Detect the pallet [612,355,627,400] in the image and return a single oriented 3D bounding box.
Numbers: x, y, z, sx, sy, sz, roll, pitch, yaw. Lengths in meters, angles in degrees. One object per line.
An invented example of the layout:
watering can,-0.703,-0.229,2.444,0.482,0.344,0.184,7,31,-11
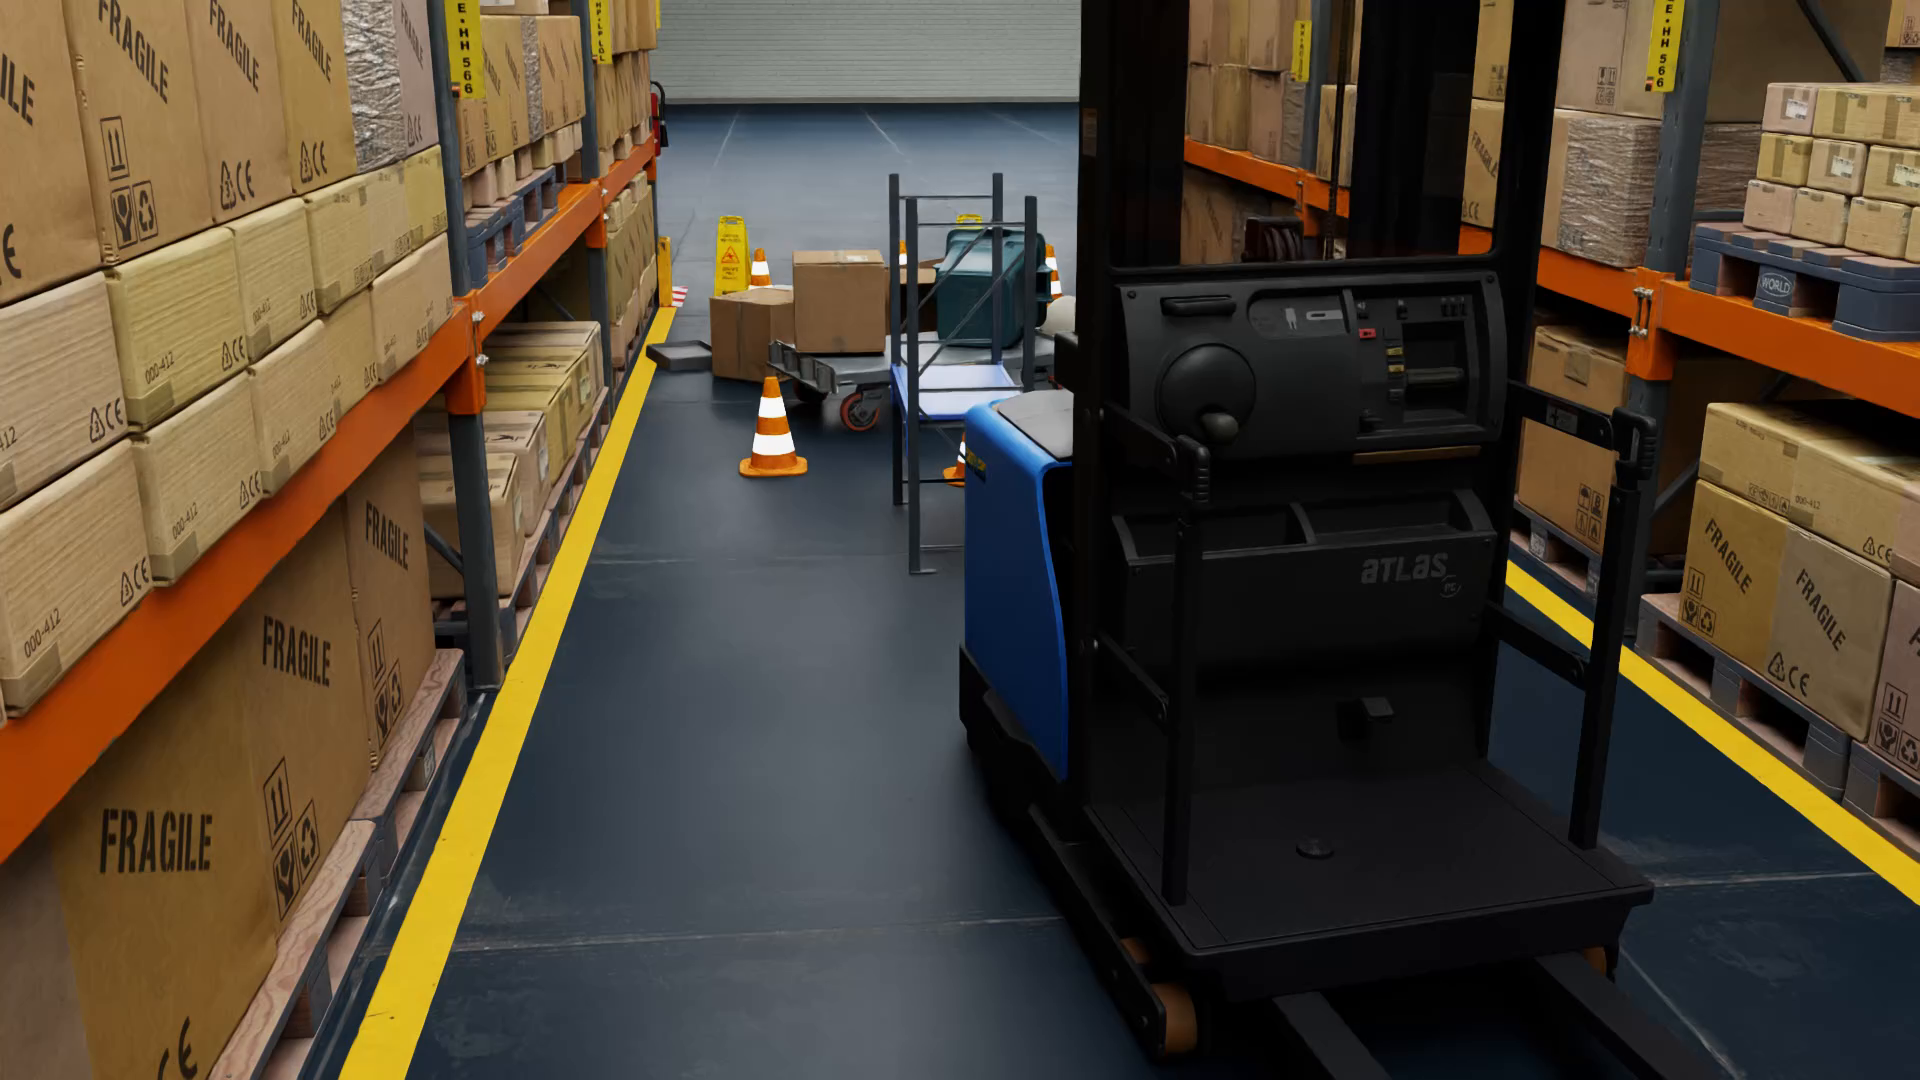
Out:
pallet,-2.558,-0.987,9.967,1.003,0.211,1.213,-2,18,-6

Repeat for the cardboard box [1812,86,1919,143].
cardboard box,2.757,-1.250,4.876,0.380,0.149,0.250,-2,18,-7

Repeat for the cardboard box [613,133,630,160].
cardboard box,-2.290,-2.483,10.499,0.380,0.149,0.250,-2,18,-5

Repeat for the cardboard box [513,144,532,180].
cardboard box,-2.008,-1.592,6.960,0.380,0.149,0.250,-1,17,-4

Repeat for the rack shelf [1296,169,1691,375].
rack shelf,2.666,-1.362,7.708,1.077,0.370,4.000,-2,18,-6

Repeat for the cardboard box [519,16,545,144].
cardboard box,-2.023,-1.920,6.919,0.500,0.500,0.500,-2,18,-8

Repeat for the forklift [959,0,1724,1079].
forklift,0.865,-0.403,3.567,1.130,2.935,3.031,-4,18,-14

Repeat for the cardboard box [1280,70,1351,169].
cardboard box,2.410,-2.482,9.825,0.875,0.550,0.550,-2,18,-6

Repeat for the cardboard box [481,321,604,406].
cardboard box,-2.397,-0.908,8.749,0.950,0.372,0.625,-2,17,-5

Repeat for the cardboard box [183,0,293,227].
cardboard box,-1.577,-0.853,3.051,0.500,0.500,0.500,-2,18,-7

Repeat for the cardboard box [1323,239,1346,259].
cardboard box,2.613,-1.246,9.192,1.050,0.750,0.750,-2,18,-6

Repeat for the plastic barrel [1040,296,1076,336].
plastic barrel,0.817,-1.362,10.810,0.512,0.421,0.421,11,21,32

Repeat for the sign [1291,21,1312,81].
sign,1.908,-2.734,9.301,0.100,0.325,0.005,-2,18,-6

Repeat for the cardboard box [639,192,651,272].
cardboard box,-2.467,-2.170,11.719,0.500,0.500,0.500,-1,17,-4

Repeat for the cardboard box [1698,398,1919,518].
cardboard box,2.702,-0.262,5.224,0.500,0.250,0.500,-3,18,-8

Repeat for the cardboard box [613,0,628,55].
cardboard box,-2.314,-3.075,9.632,0.700,0.500,0.500,-2,18,-5

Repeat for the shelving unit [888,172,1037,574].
shelving unit,-0.009,-0.741,7.033,0.538,1.500,1.048,-2,18,-6

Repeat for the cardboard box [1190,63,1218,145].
cardboard box,2.142,-3.121,11.861,0.875,0.550,0.550,-2,18,-6

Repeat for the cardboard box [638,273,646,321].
cardboard box,-2.410,-1.655,11.331,0.500,0.250,0.500,-2,18,-8

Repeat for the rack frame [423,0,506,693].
rack frame,-2.041,-0.926,5.120,1.000,3.000,0.127,-2,18,-6

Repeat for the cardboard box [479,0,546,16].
cardboard box,-2.046,-2.401,7.369,0.380,0.149,0.250,-3,18,-8

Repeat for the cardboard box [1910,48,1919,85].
cardboard box,7.240,-3.196,11.685,0.875,0.500,0.500,-2,18,-6

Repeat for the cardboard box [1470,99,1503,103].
cardboard box,2.400,-1.733,7.522,0.500,0.500,0.500,-2,17,-5

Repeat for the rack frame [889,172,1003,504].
rack frame,-0.061,-0.892,7.516,0.500,1.500,0.032,-2,18,-6

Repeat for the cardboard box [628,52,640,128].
cardboard box,-2.441,-3.048,11.213,0.500,0.500,0.500,-2,18,-6

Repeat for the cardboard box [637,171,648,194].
cardboard box,-2.420,-2.528,11.775,0.380,0.149,0.250,-1,17,-4

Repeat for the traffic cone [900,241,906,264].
traffic cone,-0.470,-2.147,13.242,0.336,0.463,0.334,-2,18,-6

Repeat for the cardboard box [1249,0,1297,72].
cardboard box,2.283,-3.159,10.178,0.875,0.550,0.550,-2,18,-6

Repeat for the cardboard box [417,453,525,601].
cardboard box,-2.089,-0.042,5.987,0.950,0.372,0.625,-3,18,-9

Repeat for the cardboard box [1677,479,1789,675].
cardboard box,2.691,0.102,5.318,0.500,0.500,0.500,-3,18,-8

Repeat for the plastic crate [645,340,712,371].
plastic crate,-1.800,-1.218,10.923,0.402,0.080,0.583,-8,19,-25

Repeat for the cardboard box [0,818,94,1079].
cardboard box,-1.772,0.897,2.159,0.875,0.875,0.875,-1,17,-4

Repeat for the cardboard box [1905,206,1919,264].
cardboard box,2.803,-0.810,4.466,0.380,0.149,0.250,-1,17,-3

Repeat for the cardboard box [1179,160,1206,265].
cardboard box,2.183,-2.479,12.913,0.875,0.875,0.875,-2,18,-5

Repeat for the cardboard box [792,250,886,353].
cardboard box,-0.686,-1.351,9.380,0.500,0.500,0.500,-2,18,-6

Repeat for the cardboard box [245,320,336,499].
cardboard box,-1.546,-0.259,3.244,0.500,0.250,0.500,-2,18,-7

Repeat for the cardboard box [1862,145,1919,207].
cardboard box,2.783,-1.021,4.644,0.380,0.149,0.250,-2,18,-7

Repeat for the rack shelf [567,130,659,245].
rack shelf,-2.660,-2.371,10.921,1.077,0.370,4.000,-2,18,-6

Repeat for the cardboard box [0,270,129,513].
cardboard box,-1.475,-0.196,2.209,0.500,0.250,0.500,-2,17,-5

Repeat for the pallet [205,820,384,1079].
pallet,-1.912,1.004,3.627,1.003,0.211,1.213,-2,18,-6

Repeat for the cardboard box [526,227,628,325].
cardboard box,-2.246,-1.548,9.739,0.500,0.500,0.500,-1,17,-3

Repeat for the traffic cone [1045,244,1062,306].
traffic cone,0.689,-2.080,13.031,0.336,0.463,0.334,-2,18,-6

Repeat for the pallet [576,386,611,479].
pallet,-2.372,-0.556,8.595,1.003,0.211,1.213,-2,18,-6

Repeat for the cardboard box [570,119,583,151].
cardboard box,-2.126,-2.054,8.429,0.380,0.149,0.250,-2,17,-5

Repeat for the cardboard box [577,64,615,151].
cardboard box,-2.222,-2.447,9.301,0.500,0.500,0.500,-2,18,-6

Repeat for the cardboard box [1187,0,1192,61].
cardboard box,2.047,-3.968,12.754,0.875,0.550,0.550,-2,18,-6

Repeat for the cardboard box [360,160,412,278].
cardboard box,-1.682,-0.804,4.146,0.500,0.250,0.500,-2,18,-7

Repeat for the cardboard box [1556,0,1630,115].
cardboard box,2.782,-1.919,6.445,0.700,0.500,0.500,-2,18,-6

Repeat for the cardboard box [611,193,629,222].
cardboard box,-2.254,-2.050,10.254,0.380,0.149,0.250,-1,17,-4

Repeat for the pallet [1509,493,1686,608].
pallet,2.866,-0.016,6.876,1.003,0.211,1.213,-2,18,-6
